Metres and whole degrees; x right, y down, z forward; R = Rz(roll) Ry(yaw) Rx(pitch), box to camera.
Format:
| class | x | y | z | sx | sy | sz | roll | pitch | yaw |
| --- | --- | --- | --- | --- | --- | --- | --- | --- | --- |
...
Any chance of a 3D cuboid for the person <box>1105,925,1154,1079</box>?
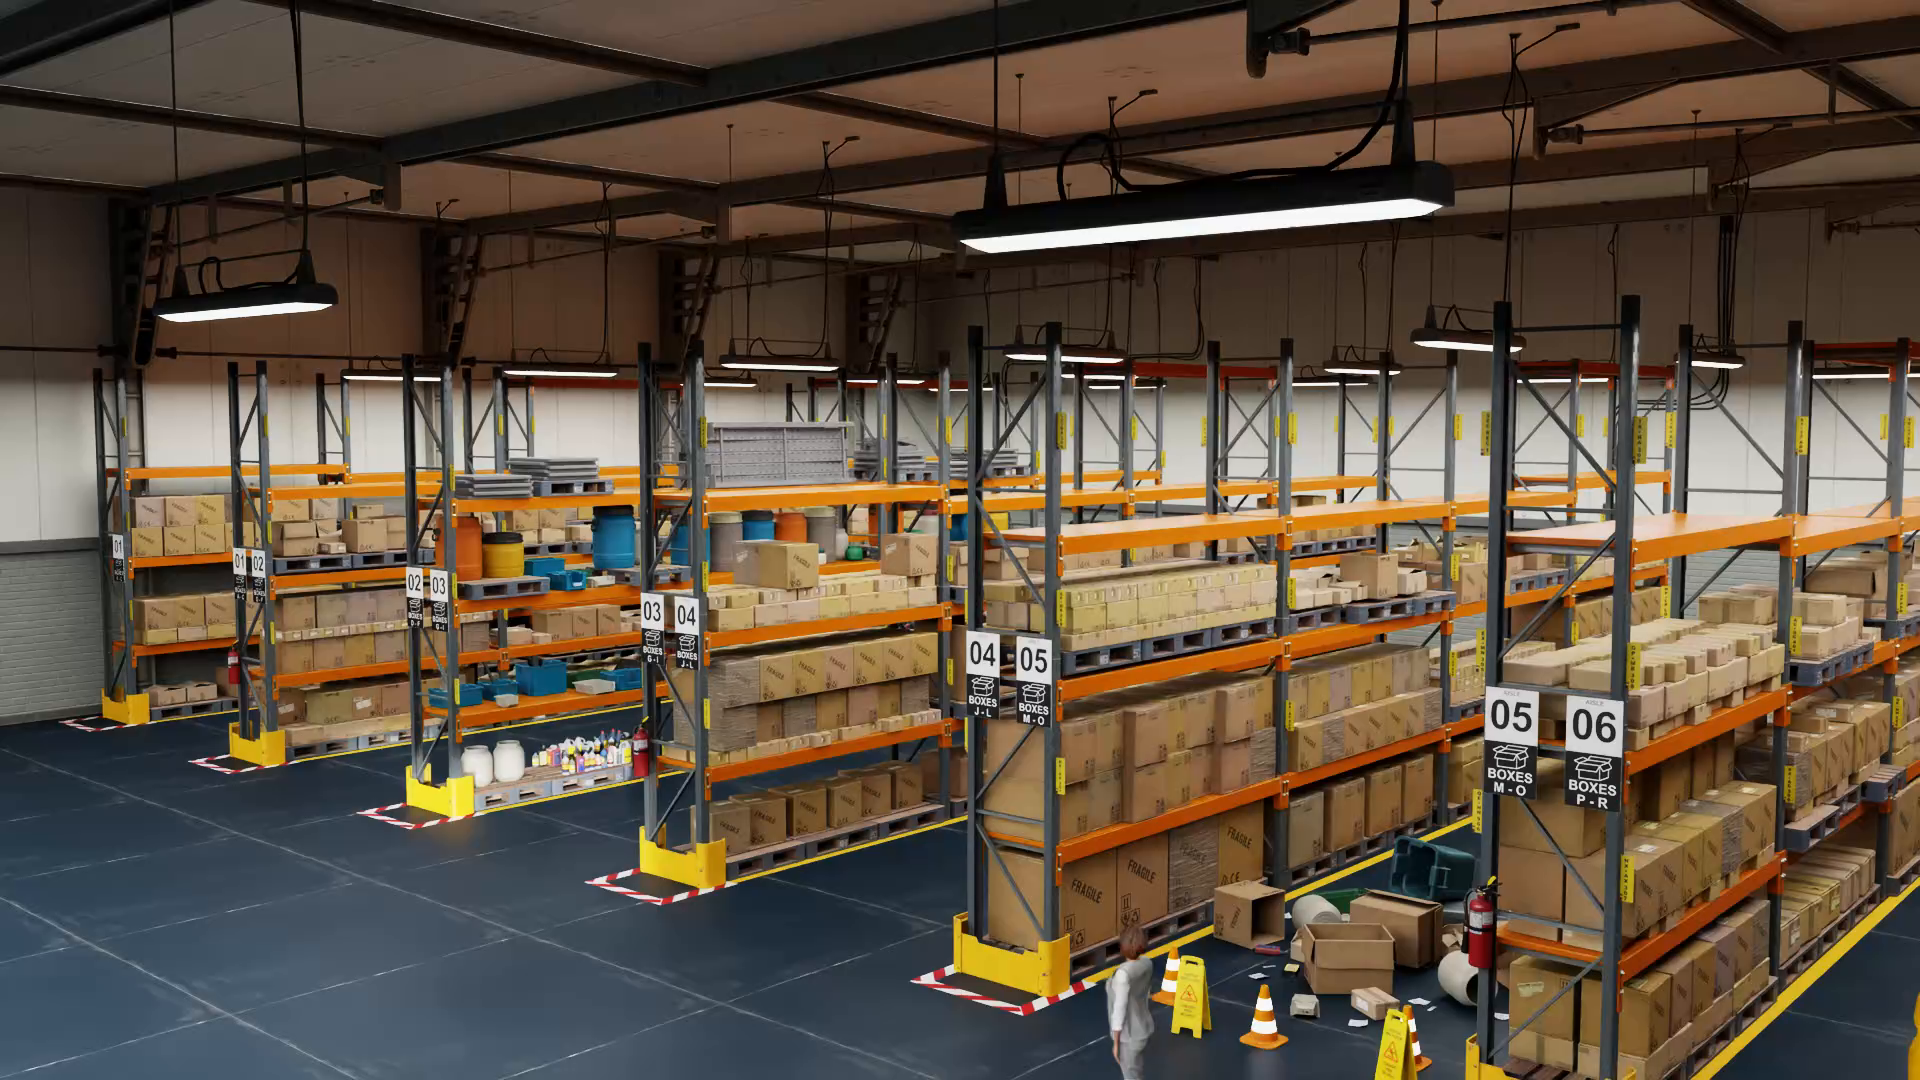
| class | x | y | z | sx | sy | sz | roll | pitch | yaw |
| --- | --- | --- | --- | --- | --- | --- | --- | --- | --- |
| person | 1.217 | 3.516 | 11.735 | 0.364 | 1.608 | 0.492 | 1 | 4 | 19 |
